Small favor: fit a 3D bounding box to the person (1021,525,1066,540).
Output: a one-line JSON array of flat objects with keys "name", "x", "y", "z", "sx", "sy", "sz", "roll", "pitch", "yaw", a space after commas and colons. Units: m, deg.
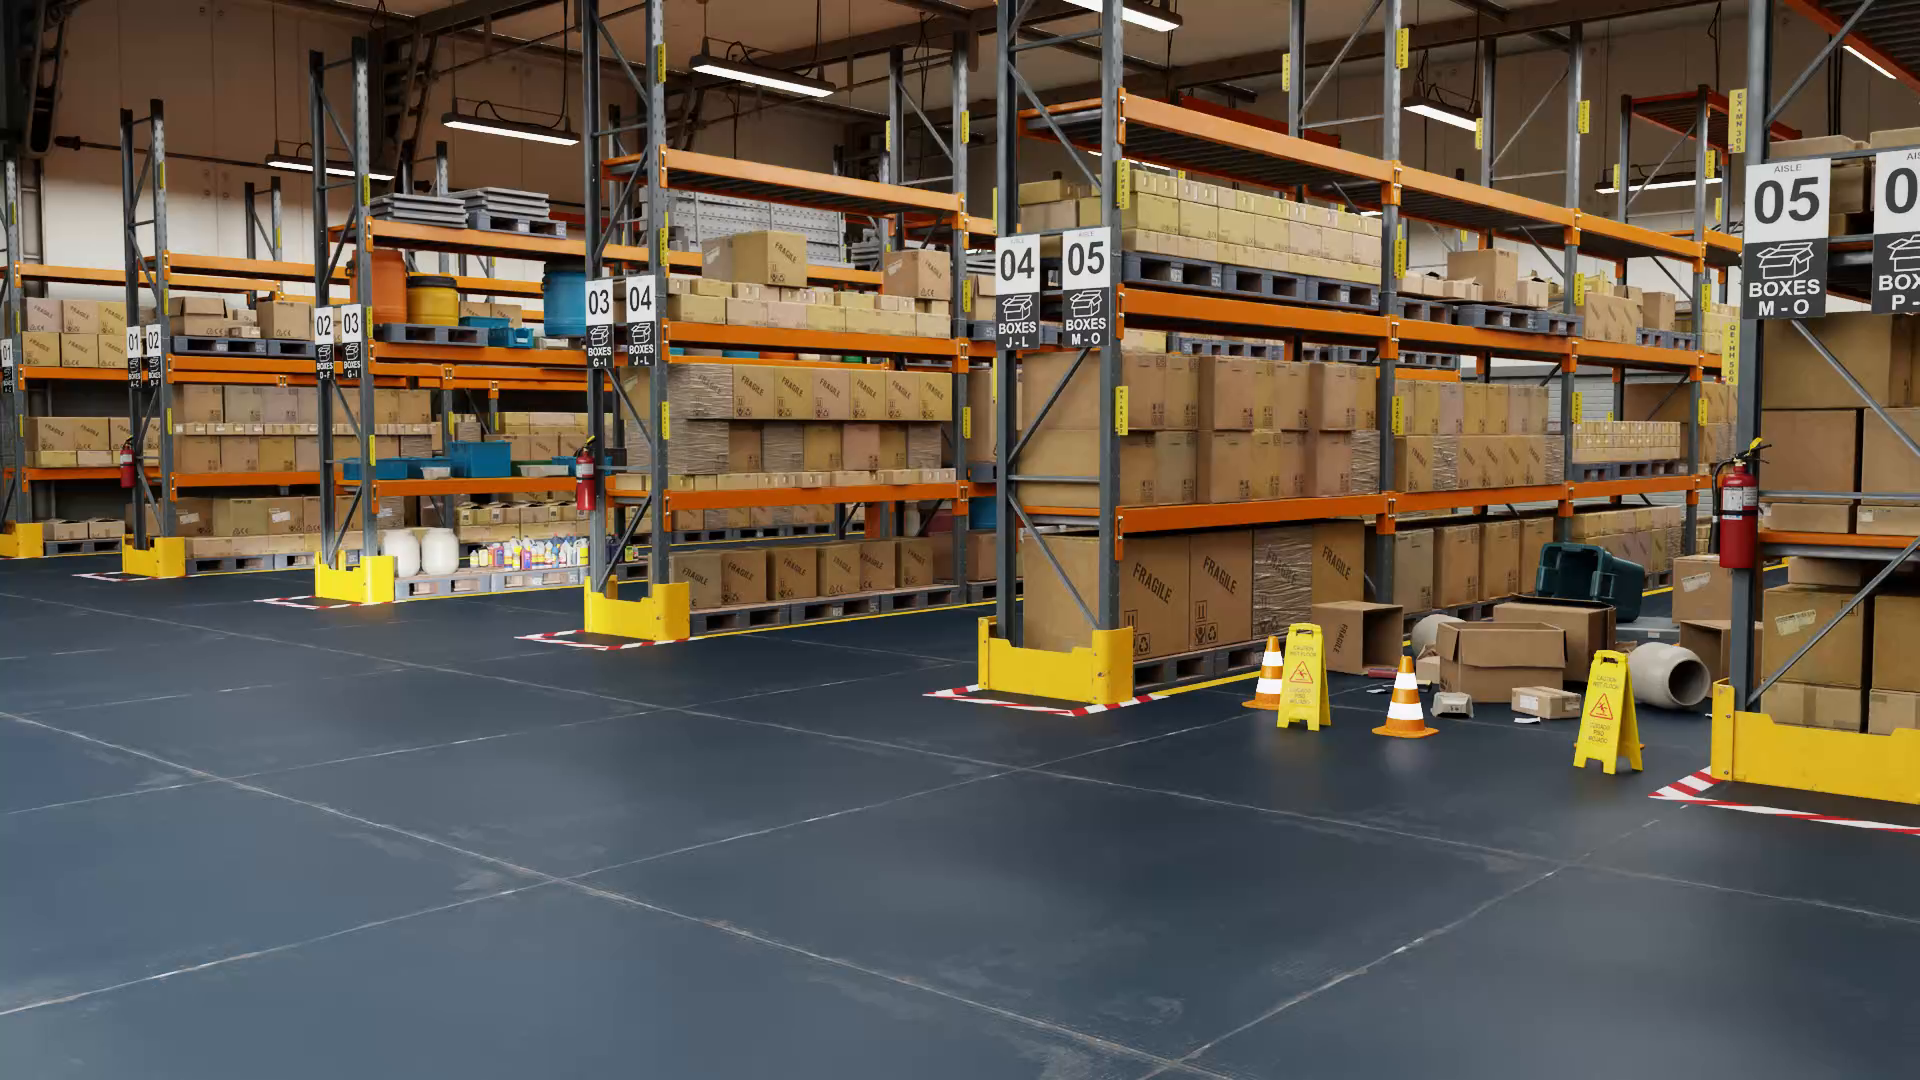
[{"name": "person", "x": 0.840, "y": -0.102, "z": 17.042, "sx": 0.529, "sy": 1.664, "sz": 0.371, "roll": 2, "pitch": 4, "yaw": 28}]
